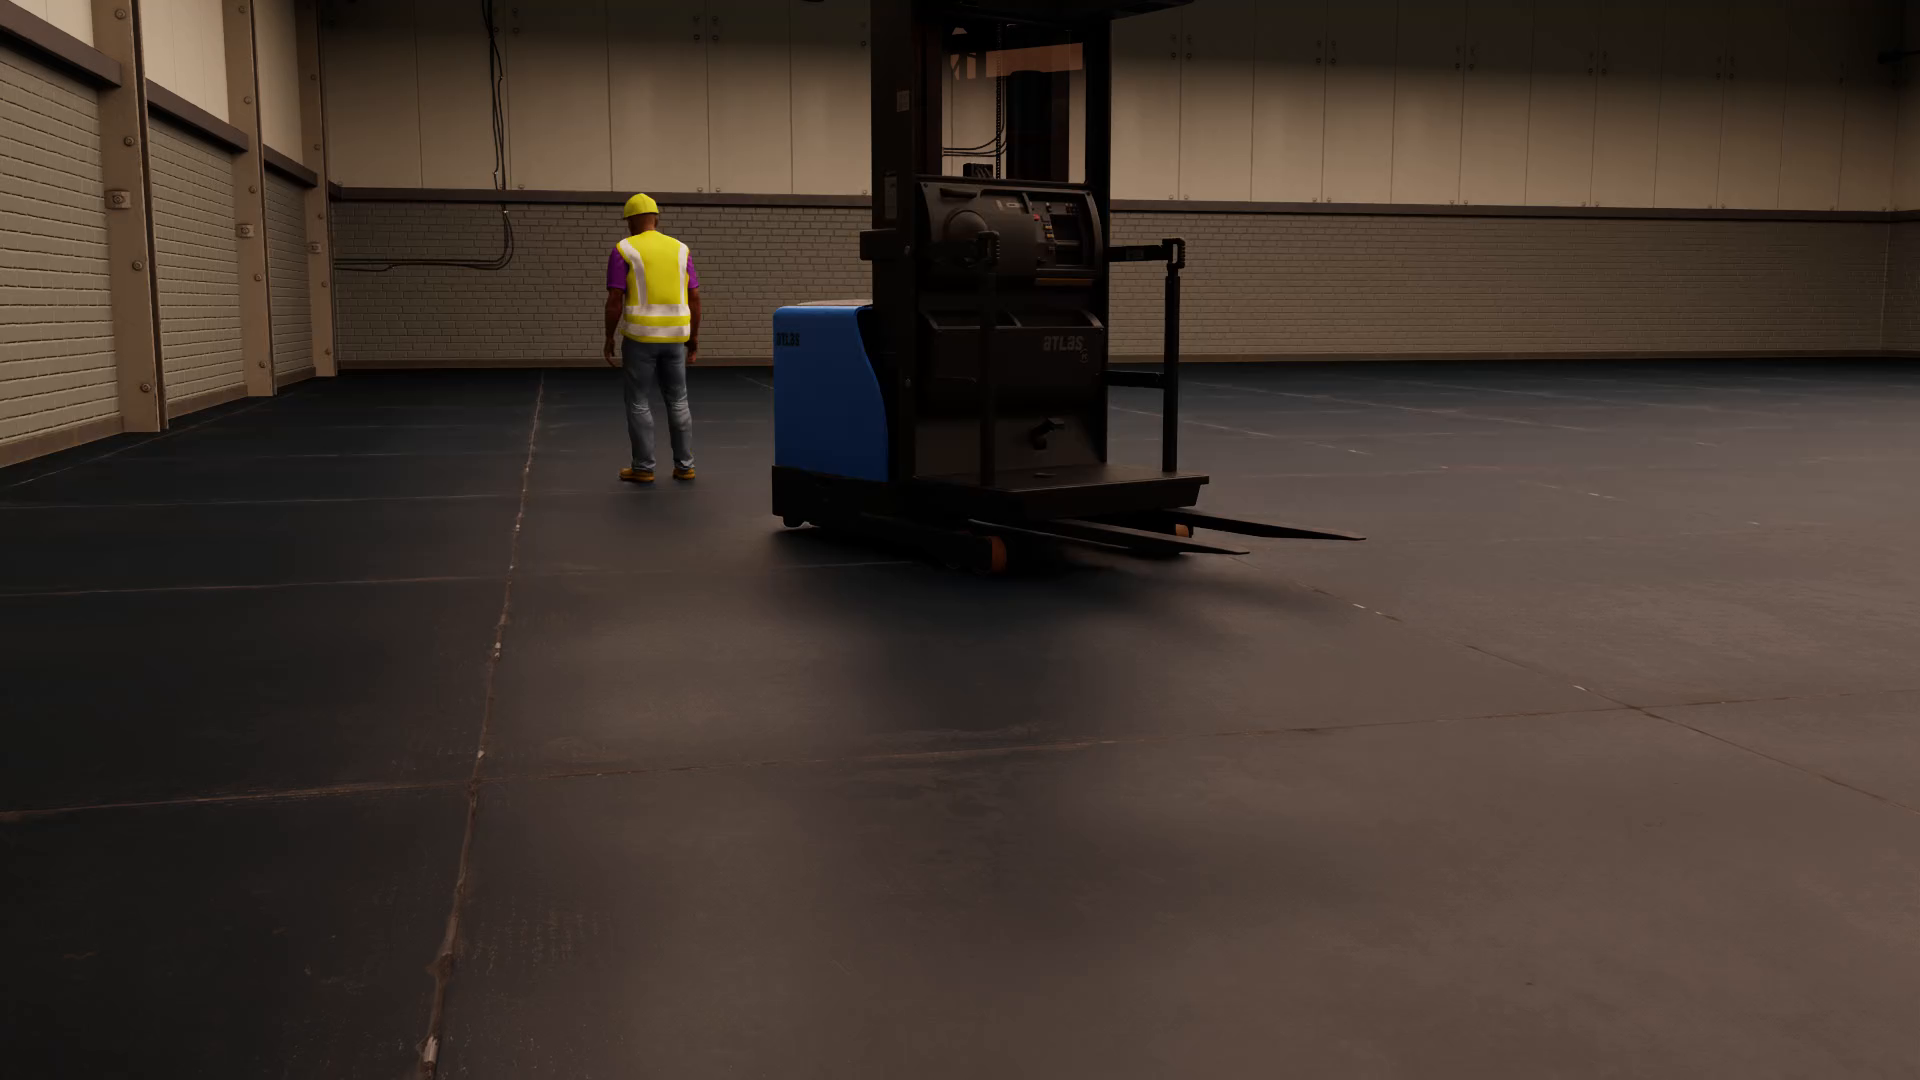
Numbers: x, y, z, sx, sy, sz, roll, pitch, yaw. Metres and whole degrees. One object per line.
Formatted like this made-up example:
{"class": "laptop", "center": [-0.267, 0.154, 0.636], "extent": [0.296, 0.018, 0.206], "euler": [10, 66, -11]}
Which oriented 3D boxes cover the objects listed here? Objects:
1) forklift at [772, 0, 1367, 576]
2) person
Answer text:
{"class": "forklift", "center": [0.355, -1.383, 7.015], "extent": [1.130, 2.935, 3.031], "euler": [-6, 10, -35]}
{"class": "person", "center": [-1.907, -1.250, 10.301], "extent": [0.633, 1.760, 0.463], "euler": [-5, 10, -34]}
